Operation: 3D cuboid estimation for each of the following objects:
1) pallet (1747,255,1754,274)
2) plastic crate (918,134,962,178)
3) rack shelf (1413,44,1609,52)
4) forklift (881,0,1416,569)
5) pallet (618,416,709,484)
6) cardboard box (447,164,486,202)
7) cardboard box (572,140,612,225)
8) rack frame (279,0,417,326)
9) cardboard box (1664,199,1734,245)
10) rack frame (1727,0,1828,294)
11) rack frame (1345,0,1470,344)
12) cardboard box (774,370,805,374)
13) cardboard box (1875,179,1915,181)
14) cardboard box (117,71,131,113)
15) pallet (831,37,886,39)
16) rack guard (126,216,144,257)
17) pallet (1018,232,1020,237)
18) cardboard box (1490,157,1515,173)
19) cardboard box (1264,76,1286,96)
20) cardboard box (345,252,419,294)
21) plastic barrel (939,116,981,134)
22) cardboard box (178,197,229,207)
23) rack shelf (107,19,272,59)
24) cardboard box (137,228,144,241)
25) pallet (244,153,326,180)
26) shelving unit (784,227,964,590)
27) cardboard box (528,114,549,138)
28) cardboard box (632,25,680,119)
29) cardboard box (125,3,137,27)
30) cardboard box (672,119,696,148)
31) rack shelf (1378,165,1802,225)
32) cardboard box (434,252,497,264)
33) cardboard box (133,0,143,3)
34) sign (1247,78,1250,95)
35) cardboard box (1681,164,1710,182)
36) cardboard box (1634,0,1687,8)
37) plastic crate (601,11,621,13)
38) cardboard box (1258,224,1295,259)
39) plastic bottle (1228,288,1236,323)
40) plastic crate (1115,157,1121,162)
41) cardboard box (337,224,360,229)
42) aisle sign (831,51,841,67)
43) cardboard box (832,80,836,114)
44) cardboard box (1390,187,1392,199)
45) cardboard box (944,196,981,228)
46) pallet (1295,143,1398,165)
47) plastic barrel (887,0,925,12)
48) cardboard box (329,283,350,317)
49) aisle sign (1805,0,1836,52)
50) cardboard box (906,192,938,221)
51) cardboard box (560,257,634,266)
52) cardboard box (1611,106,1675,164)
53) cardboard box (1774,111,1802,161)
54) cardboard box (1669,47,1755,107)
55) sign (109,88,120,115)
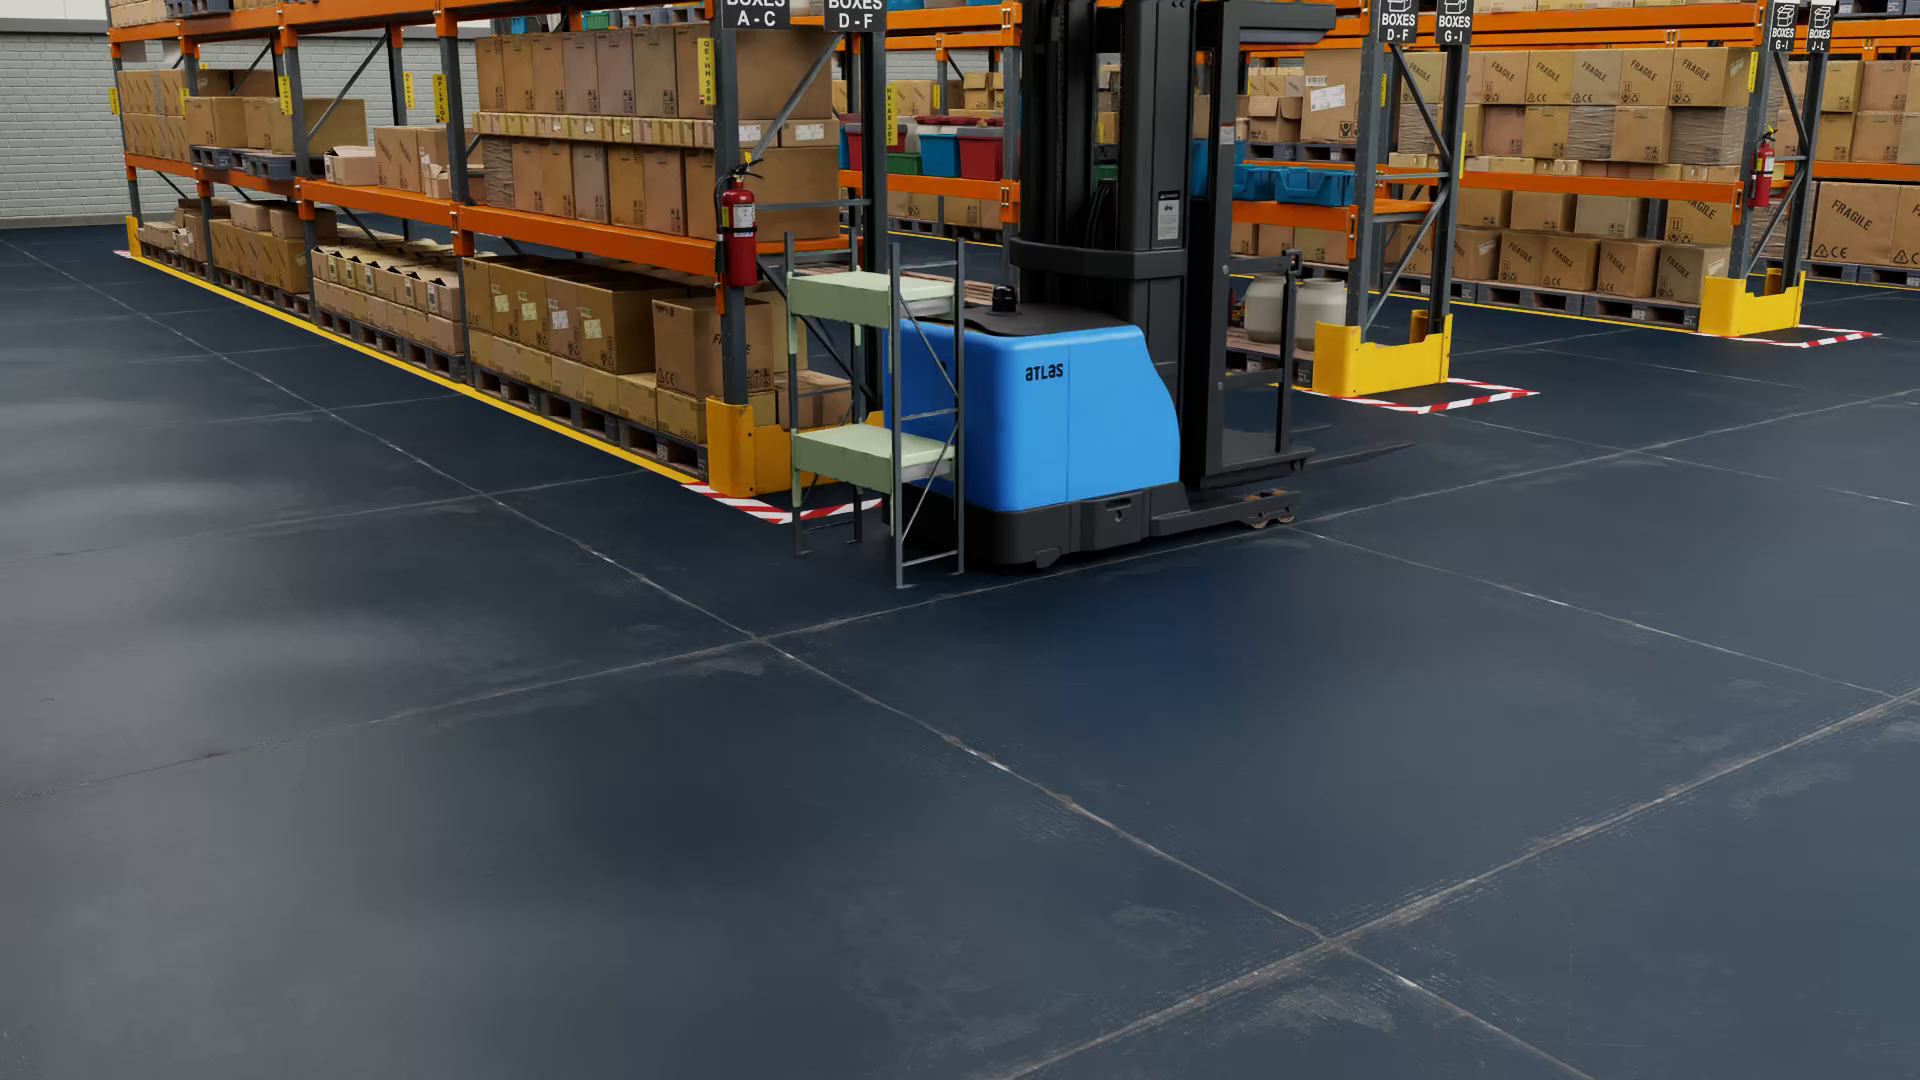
[{"bbox_3d":[9.278,-3.417,20.162,1.003,0.211,1.213,-11,19,-35],"label":"pallet"},{"bbox_3d":[-0.084,-3.599,15.575,0.392,0.384,0.575,-11,19,-35],"label":"plastic crate"},{"bbox_3d":[9.311,-8.108,27.697,1.077,0.370,4.000,-11,19,-35],"label":"rack shelf"},{"bbox_3d":[1.104,-1.571,8.263,3.031,2.935,1.130,-11,19,-35],"label":"forklift"},{"bbox_3d":[-1.324,-0.609,9.902,1.003,0.211,1.213,-11,19,-35],"label":"pallet"},{"bbox_3d":[-3.517,-2.678,12.461,0.500,0.250,0.500,-9,18,-31],"label":"cardboard box"},{"bbox_3d":[-2.017,-2.277,10.526,0.700,0.500,0.500,-10,18,-33],"label":"cardboard box"},{"bbox_3d":[-5.544,-3.506,15.203,1.000,3.000,0.127,-11,19,-35],"label":"rack frame"},{"bbox_3d":[9.208,-3.969,20.126,0.875,0.875,0.875,-11,19,-34],"label":"cardboard box"},{"bbox_3d":[7.175,-3.334,14.576,1.000,3.000,0.127,-11,19,-35],"label":"rack frame"},{"bbox_3d":[3.169,-2.566,11.768,1.000,3.000,0.127,-11,19,-35],"label":"rack frame"},{"bbox_3d":[-1.273,-0.929,10.201,0.500,0.250,0.500,-11,19,-35],"label":"cardboard box"},{"bbox_3d":[12.968,-4.797,22.912,0.500,0.500,0.500,-10,18,-32],"label":"cardboard box"},{"bbox_3d":[-10.200,-5.609,20.803,0.500,0.500,0.500,-10,18,-33],"label":"cardboard box"},{"bbox_3d":[-1.788,-7.998,26.102,1.003,0.211,1.213,-11,19,-35],"label":"pallet"},{"bbox_3d":[-10.203,-3.992,21.715,1.175,0.500,0.348,-11,19,-35],"label":"rack guard"},{"bbox_3d":[1.355,-4.138,22.795,1.003,0.211,1.213,-11,19,-35],"label":"pallet"},{"bbox_3d":[5.461,-3.712,16.431,0.380,0.149,0.250,-11,19,-35],"label":"cardboard box"},{"bbox_3d":[6.145,-8.564,31.599,0.500,0.500,0.500,-11,19,-36],"label":"cardboard box"},{"bbox_3d":[-4.860,-2.275,14.057,0.500,0.311,0.500,-11,19,-36],"label":"cardboard box"},{"bbox_3d":[0.000,-3.880,16.313,0.433,0.535,0.433,0,15,0],"label":"plastic barrel"},{"bbox_3d":[-9.729,-4.143,21.432,0.500,0.500,0.500,-11,19,-35],"label":"cardboard box"},{"bbox_3d":[-9.072,-5.887,19.583,1.077,0.370,4.000,-11,19,-35],"label":"rack shelf"},{"bbox_3d":[-10.280,-3.908,21.241,0.380,0.149,0.250,-11,19,-35],"label":"cardboard box"},{"bbox_3d":[-5.999,-3.547,15.717,1.213,0.211,1.003,-11,19,-35],"label":"pallet"},{"bbox_3d":[-0.383,-0.613,7.475,0.431,1.500,0.755,-13,20,-40],"label":"shelving unit"},{"bbox_3d":[-2.589,-2.707,10.867,0.380,0.149,0.250,-12,19,-36],"label":"cardboard box"},{"bbox_3d":[-1.449,-2.696,9.597,0.700,0.500,0.500,-11,19,-36],"label":"cardboard box"},{"bbox_3d":[-9.573,-6.224,19.737,0.500,0.250,0.500,-11,19,-35],"label":"cardboard box"},{"bbox_3d":[-1.374,-2.266,9.256,0.380,0.149,0.250,-10,18,-33],"label":"cardboard box"},{"bbox_3d":[5.999,-3.414,16.232,1.077,0.370,4.000,-11,19,-35],"label":"rack shelf"},{"bbox_3d":[-4.139,-2.253,13.978,0.500,0.311,0.500,-10,18,-33],"label":"cardboard box"},{"bbox_3d":[-9.278,-6.358,19.281,0.500,0.250,0.500,-11,19,-35],"label":"cardboard box"},{"bbox_3d":[4.637,-7.290,26.837,0.100,0.325,0.005,-11,19,-35],"label":"sign"},{"bbox_3d":[6.694,-3.295,14.910,0.380,0.149,0.250,-11,19,-35],"label":"cardboard box"},{"bbox_3d":[6.390,-4.878,14.820,0.500,0.250,0.500,-11,19,-34],"label":"cardboard box"},{"bbox_3d":[-4.396,-6.819,21.876,0.497,0.269,0.590,-11,19,-35],"label":"plastic crate"},{"bbox_3d":[3.885,-3.554,19.279,0.700,0.500,0.500,-13,20,-39],"label":"cardboard box"},{"bbox_3d":[2.236,-1.954,13.846,0.061,0.283,0.133,-10,18,-34],"label":"plastic bottle"},{"bbox_3d":[1.687,-3.154,14.198,0.499,0.251,0.616,-11,19,-35],"label":"plastic crate"},{"bbox_3d":[-6.495,-2.983,17.196,0.500,0.500,0.500,-12,19,-36],"label":"cardboard box"},{"bbox_3d":[-2.032,-8.067,26.942,0.394,0.787,0.004,-11,19,-35],"label":"aisle sign"},{"bbox_3d":[-1.875,-6.933,26.023,0.500,0.500,0.500,-11,19,-36],"label":"cardboard box"},{"bbox_3d":[5.944,-4.888,24.192,0.500,0.500,0.500,-11,19,-35],"label":"cardboard box"},{"bbox_3d":[0.512,-4.941,23.676,1.225,0.875,0.875,-11,19,-34],"label":"cardboard box"},{"bbox_3d":[4.491,-4.282,18.401,1.003,0.211,1.213,-11,19,-35],"label":"pallet"},{"bbox_3d":[-0.427,-5.462,15.720,0.600,0.901,0.708,-11,19,-35],"label":"plastic barrel"},{"bbox_3d":[-5.177,-2.117,14.544,0.500,0.250,0.500,-12,19,-36],"label":"cardboard box"},{"bbox_3d":[7.454,-4.622,14.355,0.394,0.787,0.004,-11,19,-35],"label":"aisle sign"},{"bbox_3d":[-0.204,-5.228,24.724,0.875,0.875,0.875,-11,19,-35],"label":"cardboard box"},{"bbox_3d":[-2.458,-1.716,11.656,0.500,0.500,0.500,-11,19,-35],"label":"cardboard box"},{"bbox_3d":[6.483,-3.736,15.291,0.875,0.500,0.500,-11,19,-35],"label":"cardboard box"},{"bbox_3d":[9.685,-4.685,19.226,0.875,0.550,0.550,-11,19,-35],"label":"cardboard box"},{"bbox_3d":[6.652,-4.087,14.681,0.500,0.500,0.500,-11,19,-35],"label":"cardboard box"},{"bbox_3d":[-10.687,-5.547,21.022,0.100,0.325,0.005,-11,19,-35],"label":"sign"}]
